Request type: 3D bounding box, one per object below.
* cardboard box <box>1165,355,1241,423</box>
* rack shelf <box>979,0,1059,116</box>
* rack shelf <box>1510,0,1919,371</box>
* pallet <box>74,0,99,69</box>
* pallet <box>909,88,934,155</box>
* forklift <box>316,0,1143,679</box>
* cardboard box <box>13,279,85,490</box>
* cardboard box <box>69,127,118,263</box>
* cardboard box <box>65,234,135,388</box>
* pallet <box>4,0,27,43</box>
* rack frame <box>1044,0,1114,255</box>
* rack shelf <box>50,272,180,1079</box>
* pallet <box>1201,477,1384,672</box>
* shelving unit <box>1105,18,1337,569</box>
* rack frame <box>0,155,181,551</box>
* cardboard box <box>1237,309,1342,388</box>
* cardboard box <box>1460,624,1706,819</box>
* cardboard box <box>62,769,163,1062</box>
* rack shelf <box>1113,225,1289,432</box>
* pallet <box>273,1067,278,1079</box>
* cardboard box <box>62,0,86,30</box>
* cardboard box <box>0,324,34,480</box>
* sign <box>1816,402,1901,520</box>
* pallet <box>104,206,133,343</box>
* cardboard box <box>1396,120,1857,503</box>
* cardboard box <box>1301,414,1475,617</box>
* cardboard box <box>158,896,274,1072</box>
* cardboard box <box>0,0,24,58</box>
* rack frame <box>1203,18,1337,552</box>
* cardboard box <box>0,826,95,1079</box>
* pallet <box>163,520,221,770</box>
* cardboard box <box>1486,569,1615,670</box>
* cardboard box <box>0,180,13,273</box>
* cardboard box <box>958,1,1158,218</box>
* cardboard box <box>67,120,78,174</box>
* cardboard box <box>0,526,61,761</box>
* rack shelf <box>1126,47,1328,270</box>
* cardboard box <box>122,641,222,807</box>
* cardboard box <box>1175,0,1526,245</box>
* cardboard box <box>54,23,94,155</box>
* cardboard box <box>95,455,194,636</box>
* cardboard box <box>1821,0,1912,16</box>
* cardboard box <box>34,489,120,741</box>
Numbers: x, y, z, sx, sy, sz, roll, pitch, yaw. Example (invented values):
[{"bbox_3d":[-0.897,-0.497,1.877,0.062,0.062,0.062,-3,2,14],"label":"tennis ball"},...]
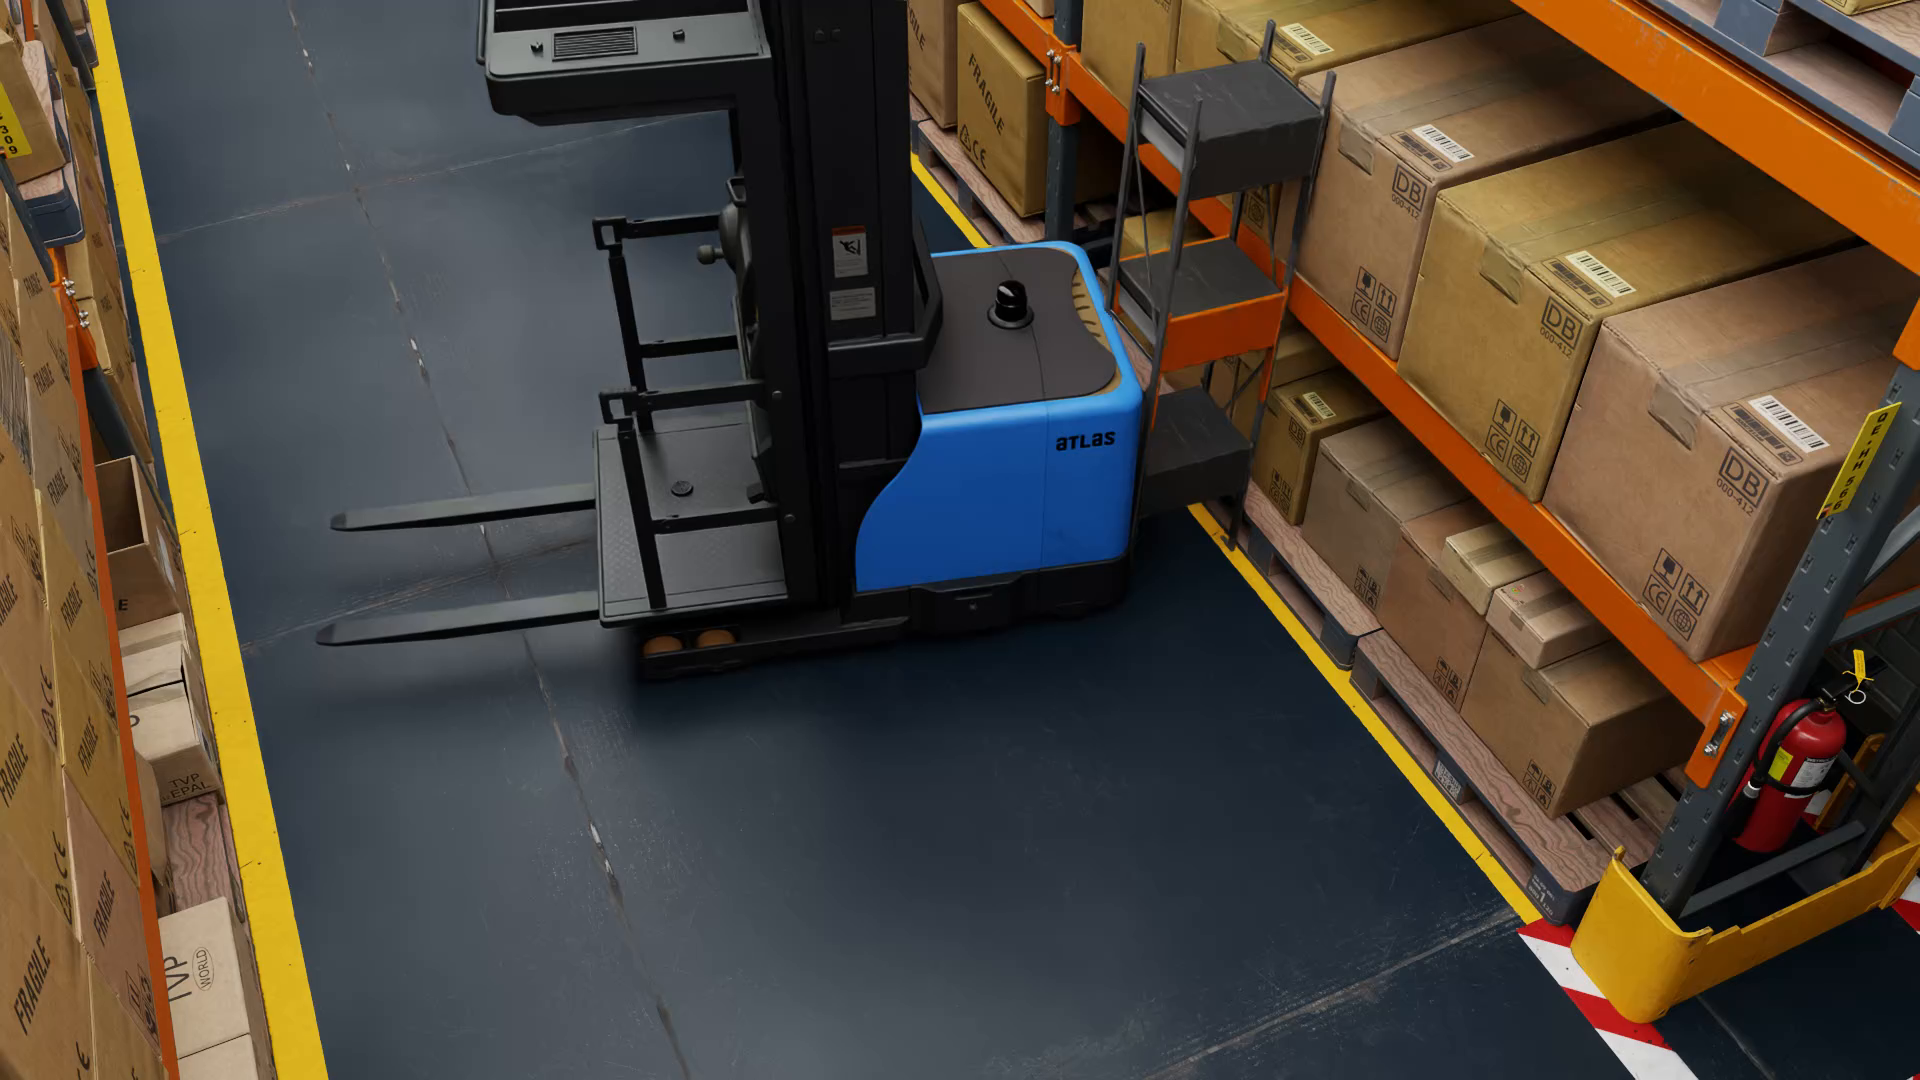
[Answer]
[{"bbox_3d":[1.301,-0.813,6.919,0.700,0.500,0.500,-18,48,-18],"label":"cardboard box"},{"bbox_3d":[0.030,-3.400,8.572,1.077,0.370,4.000,-18,47,-17],"label":"rack shelf"},{"bbox_3d":[1.712,-1.919,4.935,1.077,0.370,4.000,-18,47,-17],"label":"rack shelf"},{"bbox_3d":[-5.615,-3.009,9.649,1.003,0.211,1.213,-18,47,-17],"label":"pallet"},{"bbox_3d":[-0.039,-2.637,9.272,1.003,0.211,1.213,-18,47,-17],"label":"pallet"},{"bbox_3d":[-0.915,-0.928,5.604,3.031,2.935,1.130,-7,45,-7],"label":"forklift"},{"bbox_3d":[-2.961,-0.381,4.929,0.500,0.500,0.500,-17,47,-16],"label":"cardboard box"},{"bbox_3d":[-4.254,-1.543,7.645,0.500,0.500,0.500,-20,48,-19],"label":"cardboard box"},{"bbox_3d":[-3.839,-0.900,6.993,0.500,0.500,0.500,-17,47,-17],"label":"cardboard box"},{"bbox_3d":[-4.482,-2.159,6.939,1.003,0.211,1.213,-18,47,-17],"label":"pallet"},{"bbox_3d":[0.871,-2.382,7.028,1.000,3.000,0.127,-18,47,-17],"label":"rack frame"},{"bbox_3d":[-2.781,0.614,4.504,1.077,0.370,4.000,-18,47,-17],"label":"rack shelf"},{"bbox_3d":[1.637,-0.103,6.704,1.003,0.211,1.213,-18,47,-17],"label":"pallet"},{"bbox_3d":[0.839,-0.780,6.029,0.503,2.100,0.431,-15,47,-18],"label":"shelving unit"},{"bbox_3d":[-3.622,-0.916,5.543,1.000,3.000,0.127,-18,47,-17],"label":"rack frame"},{"bbox_3d":[1.291,-0.761,6.404,0.380,0.149,0.250,-19,48,-19],"label":"cardboard box"},{"bbox_3d":[2.168,0.491,5.597,0.700,0.500,0.500,-18,47,-17],"label":"cardboard box"},{"bbox_3d":[-2.109,0.909,3.622,0.500,0.500,0.500,-18,48,-18],"label":"cardboard box"},{"bbox_3d":[0.838,-0.770,6.038,0.480,0.518,0.431,-15,47,-18],"label":"rack shelf"},{"bbox_3d":[-2.308,2.069,4.503,1.003,0.211,1.213,-18,47,-17],"label":"pallet"},{"bbox_3d":[-5.258,-3.057,9.371,0.500,0.250,0.500,-18,47,-18],"label":"cardboard box"},{"bbox_3d":[-2.745,-0.415,4.252,0.500,0.500,0.500,-18,47,-17],"label":"cardboard box"},{"bbox_3d":[2.055,-0.178,3.801,0.100,0.325,0.005,-18,47,-17],"label":"sign"},{"bbox_3d":[-4.515,-1.209,7.825,1.003,0.211,1.213,-18,47,-17],"label":"pallet"},{"bbox_3d":[2.013,-0.722,5.132,0.980,0.700,0.700,-18,48,-18],"label":"cardboard box"},{"bbox_3d":[1.745,-0.148,6.245,0.700,0.500,0.500,-19,48,-19],"label":"cardboard box"},{"bbox_3d":[-2.332,1.387,4.853,0.500,0.250,0.500,-18,47,-17],"label":"cardboard box"},{"bbox_3d":[-3.965,-1.889,6.158,0.700,0.500,0.500,-11,46,-11],"label":"cardboard box"},{"bbox_3d":[1.062,-0.840,6.106,0.015,2.100,0.400,-15,47,-18],"label":"rack frame"},{"bbox_3d":[-1.887,0.881,2.939,0.500,0.500,0.500,-17,47,-16],"label":"cardboard box"},{"bbox_3d":[-3.334,0.514,6.079,1.003,0.211,1.213,-18,47,-17],"label":"pallet"},{"bbox_3d":[1.948,0.232,5.398,0.380,0.149,0.250,-19,48,-18],"label":"cardboard box"},{"bbox_3d":[-3.174,-1.062,4.908,0.500,0.500,0.500,-18,47,-17],"label":"cardboard box"},{"bbox_3d":[0.480,-2.142,8.016,0.750,0.750,0.750,-18,47,-17],"label":"cardboard box"},{"bbox_3d":[-4.236,-1.787,7.358,0.500,0.250,0.500,-19,48,-18],"label":"cardboard box"},{"bbox_3d":[-2.320,0.229,3.599,0.500,0.500,0.500,-17,47,-17],"label":"cardboard box"},{"bbox_3d":[0.867,-1.275,5.555,0.480,0.518,0.431,-15,47,-18],"label":"rack shelf"},{"bbox_3d":[-2.810,0.641,5.565,0.500,0.311,0.500,-18,47,-17],"label":"cardboard box"},{"bbox_3d":[1.386,-1.671,6.094,0.980,0.700,0.700,-19,48,-18],"label":"cardboard box"},{"bbox_3d":[-4.698,-2.205,8.316,0.500,0.500,0.500,-16,47,-16],"label":"cardboard box"},{"bbox_3d":[-3.125,0.096,5.983,0.500,0.500,0.500,-18,47,-17],"label":"cardboard box"},{"bbox_3d":[2.004,-1.420,3.655,0.500,0.250,0.500,-17,47,-16],"label":"cardboard box"},{"bbox_3d":[-2.526,0.270,4.270,0.500,0.500,0.500,-17,47,-17],"label":"cardboard box"}]
